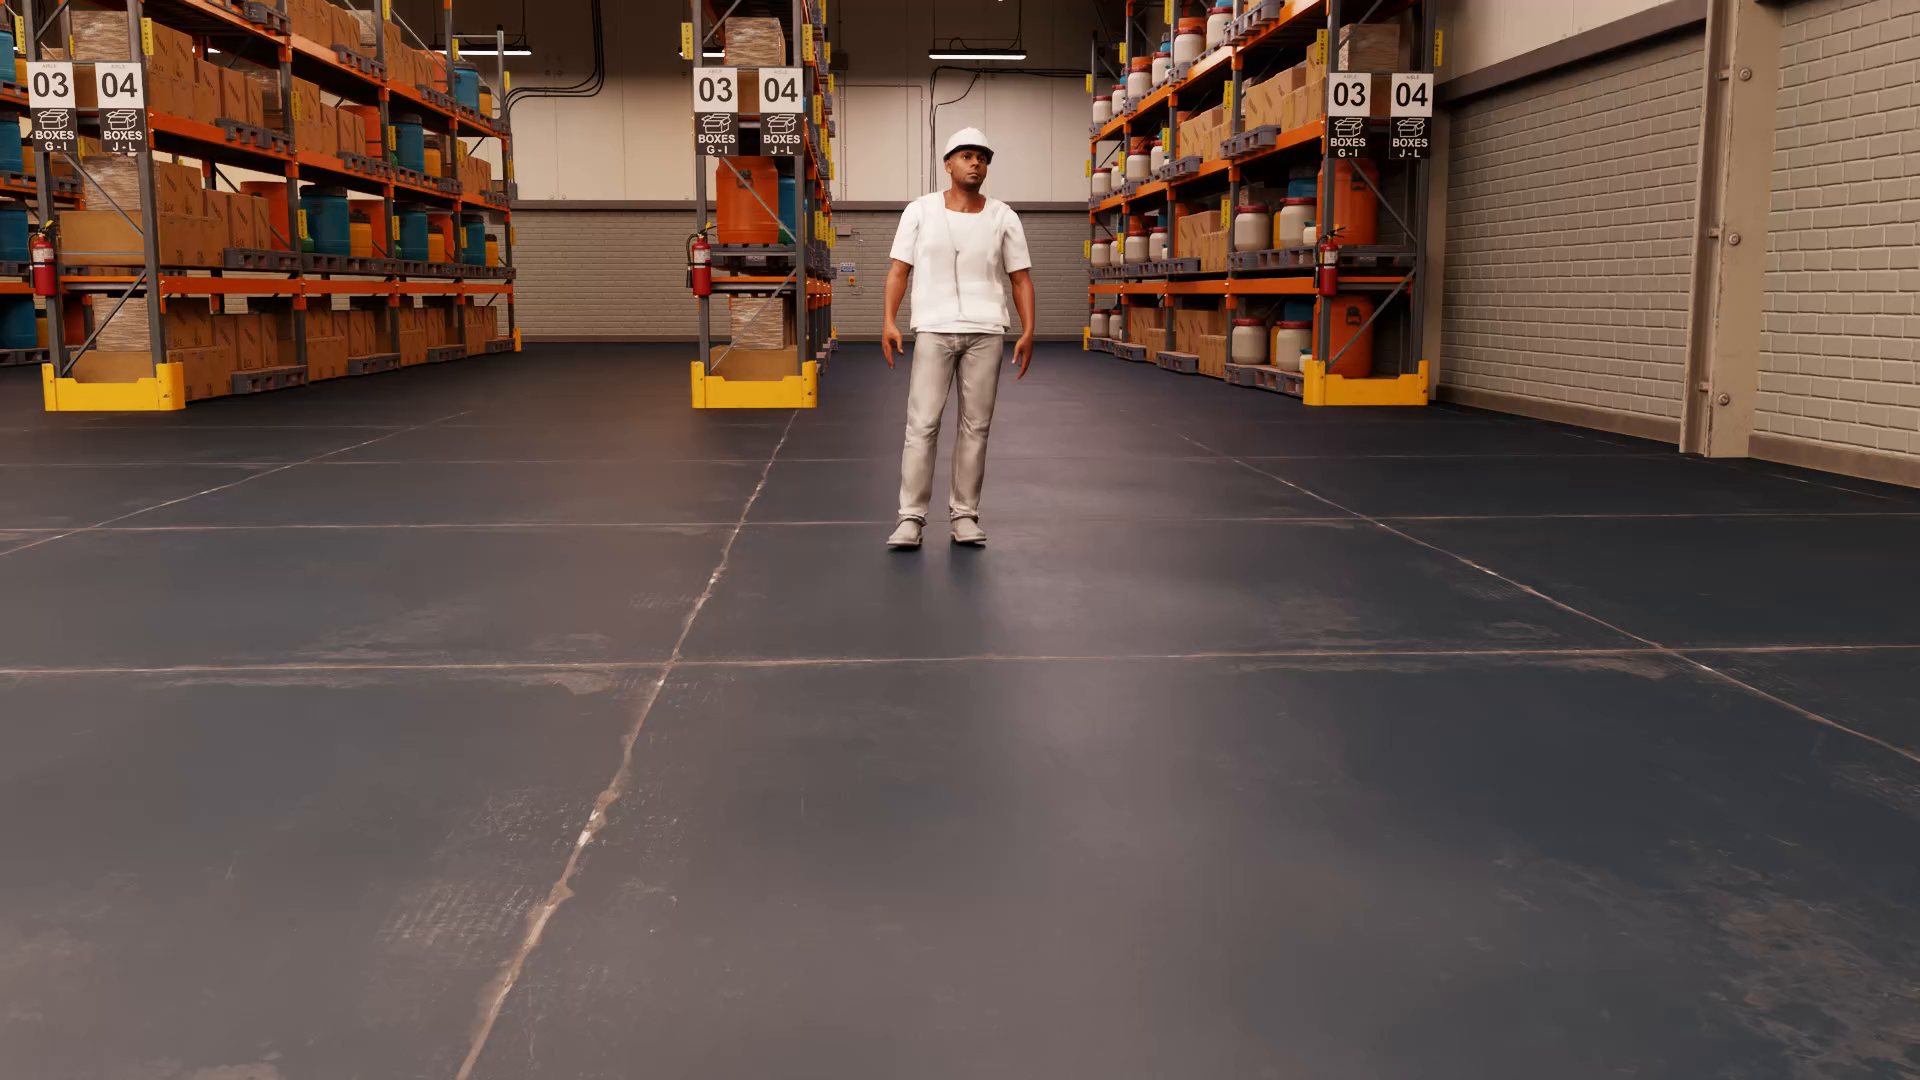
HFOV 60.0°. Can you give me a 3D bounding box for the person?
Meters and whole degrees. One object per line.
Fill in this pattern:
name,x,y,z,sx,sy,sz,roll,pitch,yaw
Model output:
person,-0.001,-0.870,7.110,0.666,1.768,0.575,-1,8,-4
